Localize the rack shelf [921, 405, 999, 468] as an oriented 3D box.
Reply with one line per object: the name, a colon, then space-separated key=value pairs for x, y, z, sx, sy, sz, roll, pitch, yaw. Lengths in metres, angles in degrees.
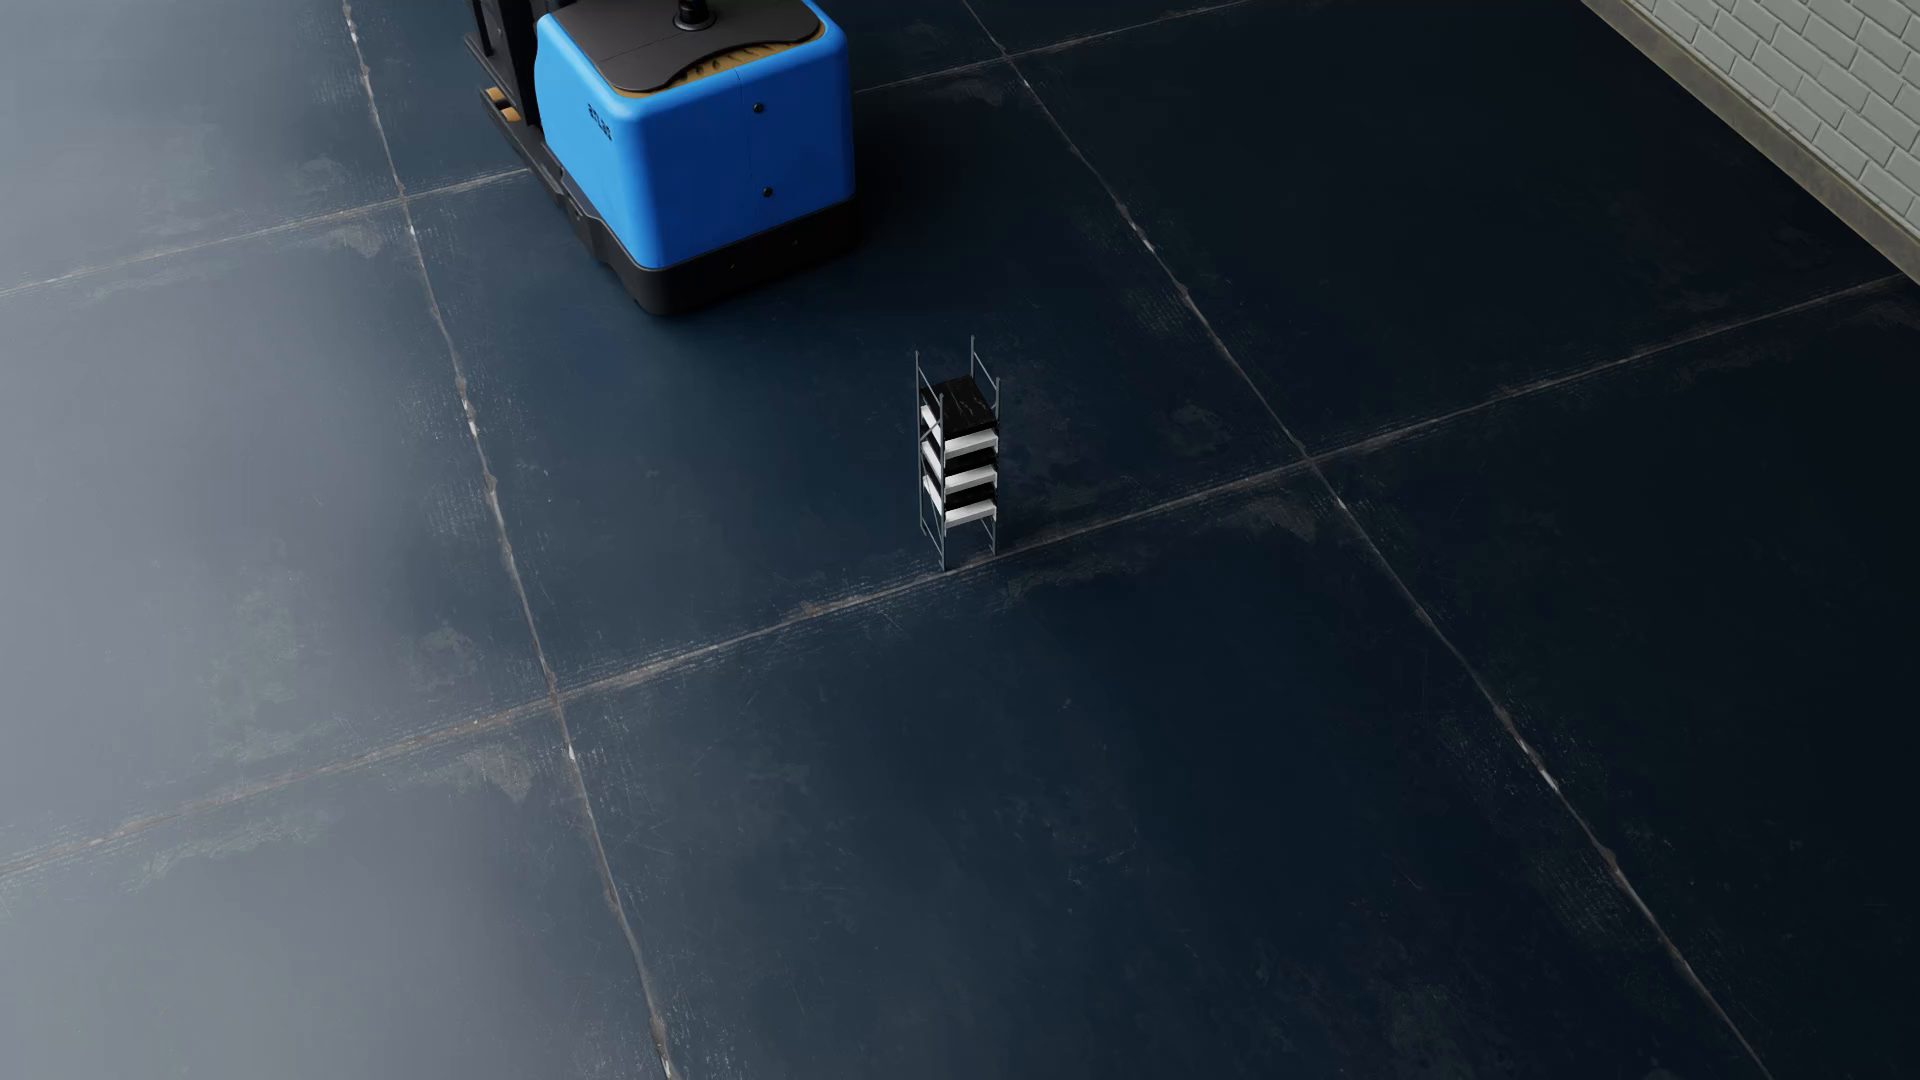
rack shelf: x=-0.008 y=-0.386 z=5.795 sx=0.200 sy=0.077 sz=0.258 roll=-17 pitch=52 yaw=-14

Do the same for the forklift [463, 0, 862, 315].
forklift: x=-1.633 y=-3.004 z=6.897 sx=1.130 sy=2.935 sz=3.031 roll=-25 pitch=54 yaw=-20

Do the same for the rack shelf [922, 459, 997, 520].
rack shelf: x=-0.008 y=-0.211 z=6.000 sx=0.200 sy=0.077 sz=0.258 roll=-17 pitch=52 yaw=-14

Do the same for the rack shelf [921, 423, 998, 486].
rack shelf: x=-0.008 y=-0.328 z=5.864 sx=0.200 sy=0.077 sz=0.258 roll=-17 pitch=52 yaw=-14

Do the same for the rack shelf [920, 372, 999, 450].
rack shelf: x=-0.008 y=-0.445 z=5.727 sx=0.200 sy=0.077 sz=0.258 roll=-17 pitch=52 yaw=-14

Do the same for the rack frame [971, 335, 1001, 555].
rack frame: x=0.087 y=-0.320 z=5.932 sx=0.006 sy=0.900 sz=0.240 roll=-17 pitch=52 yaw=-14

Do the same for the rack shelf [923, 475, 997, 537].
rack shelf: x=-0.008 y=-0.152 z=6.068 sx=0.200 sy=0.077 sz=0.258 roll=-17 pitch=52 yaw=-14

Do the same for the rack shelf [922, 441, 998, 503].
rack shelf: x=-0.008 y=-0.269 z=5.932 sx=0.200 sy=0.077 sz=0.258 roll=-17 pitch=52 yaw=-14

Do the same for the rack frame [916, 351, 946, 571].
rack frame: x=-0.102 y=-0.262 z=5.882 sx=0.006 sy=0.900 sz=0.240 roll=-17 pitch=52 yaw=-14

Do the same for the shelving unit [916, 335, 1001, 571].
shelving unit: x=-0.008 y=-0.291 z=5.907 sx=0.210 sy=0.900 sz=0.258 roll=-17 pitch=52 yaw=-14
